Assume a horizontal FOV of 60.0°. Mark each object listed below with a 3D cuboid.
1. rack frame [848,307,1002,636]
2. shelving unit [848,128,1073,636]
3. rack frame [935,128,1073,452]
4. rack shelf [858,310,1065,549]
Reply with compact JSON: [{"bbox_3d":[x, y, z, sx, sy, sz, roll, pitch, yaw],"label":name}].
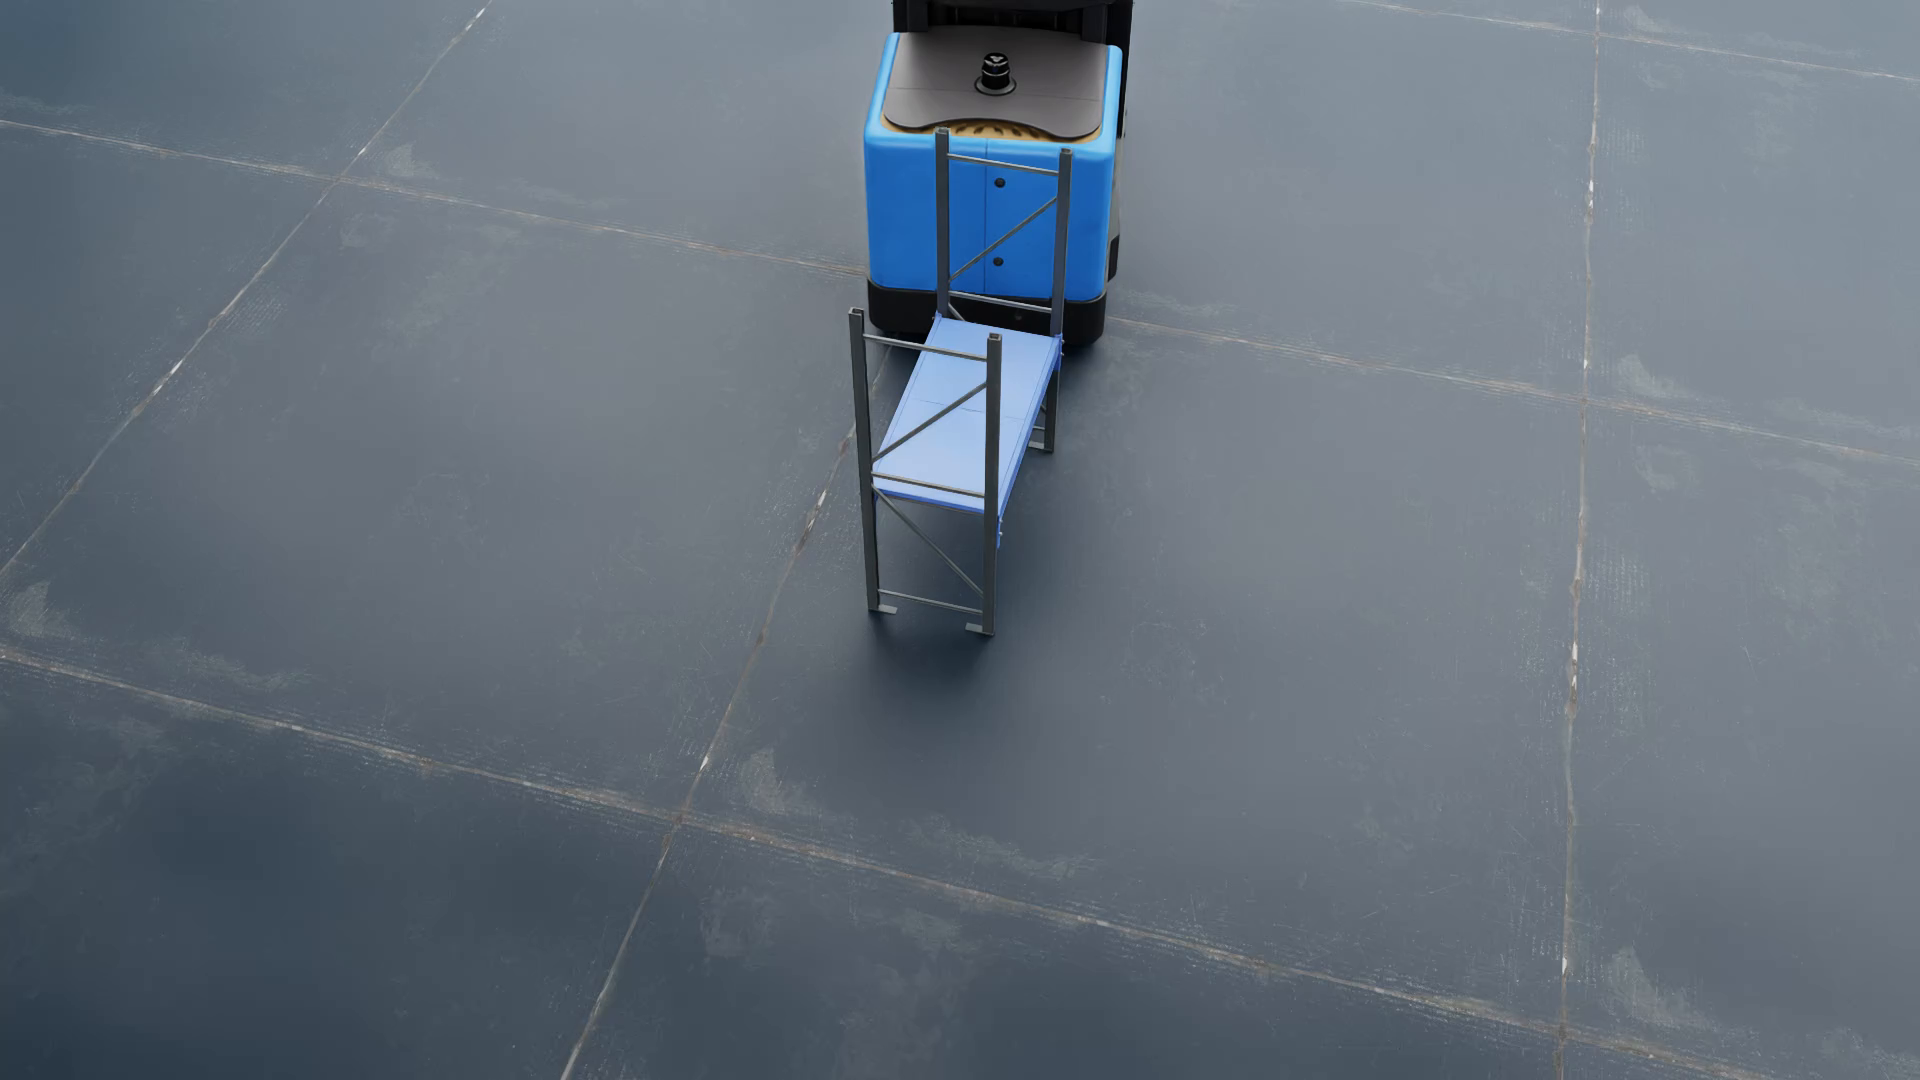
[{"bbox_3d":[-0.111,-0.190,5.836,0.500,1.500,0.032,12,50,10],"label":"rack frame"},{"bbox_3d":[0.022,-0.558,6.161,0.538,1.500,1.048,12,50,10],"label":"shelving unit"},{"bbox_3d":[0.156,-0.926,6.486,0.500,1.500,0.032,12,50,10],"label":"rack frame"},{"bbox_3d":[0.022,-0.439,6.296,0.538,0.185,1.000,12,50,10],"label":"rack shelf"}]
